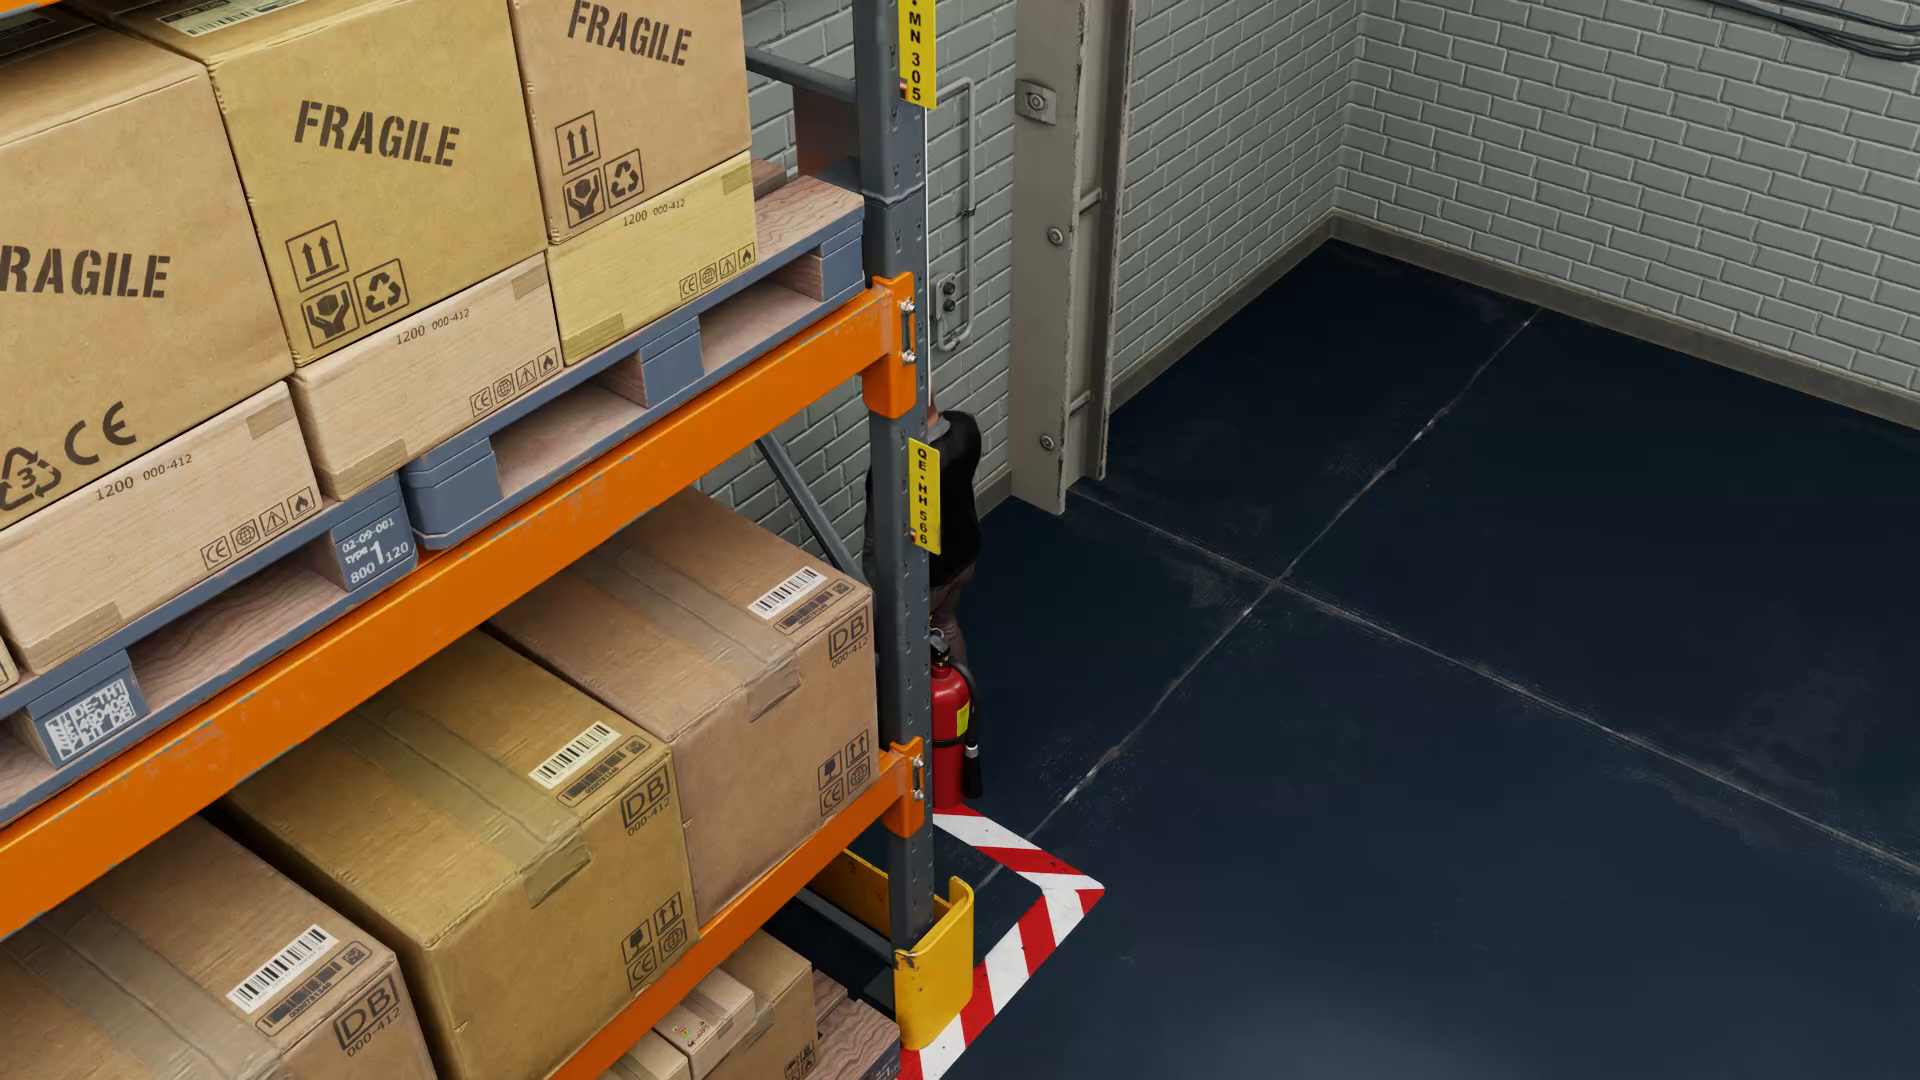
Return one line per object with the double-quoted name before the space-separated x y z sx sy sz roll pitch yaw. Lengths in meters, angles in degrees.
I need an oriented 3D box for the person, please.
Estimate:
"person" -0.151 0.098 6.069 0.359 1.705 0.540 25 45 28
